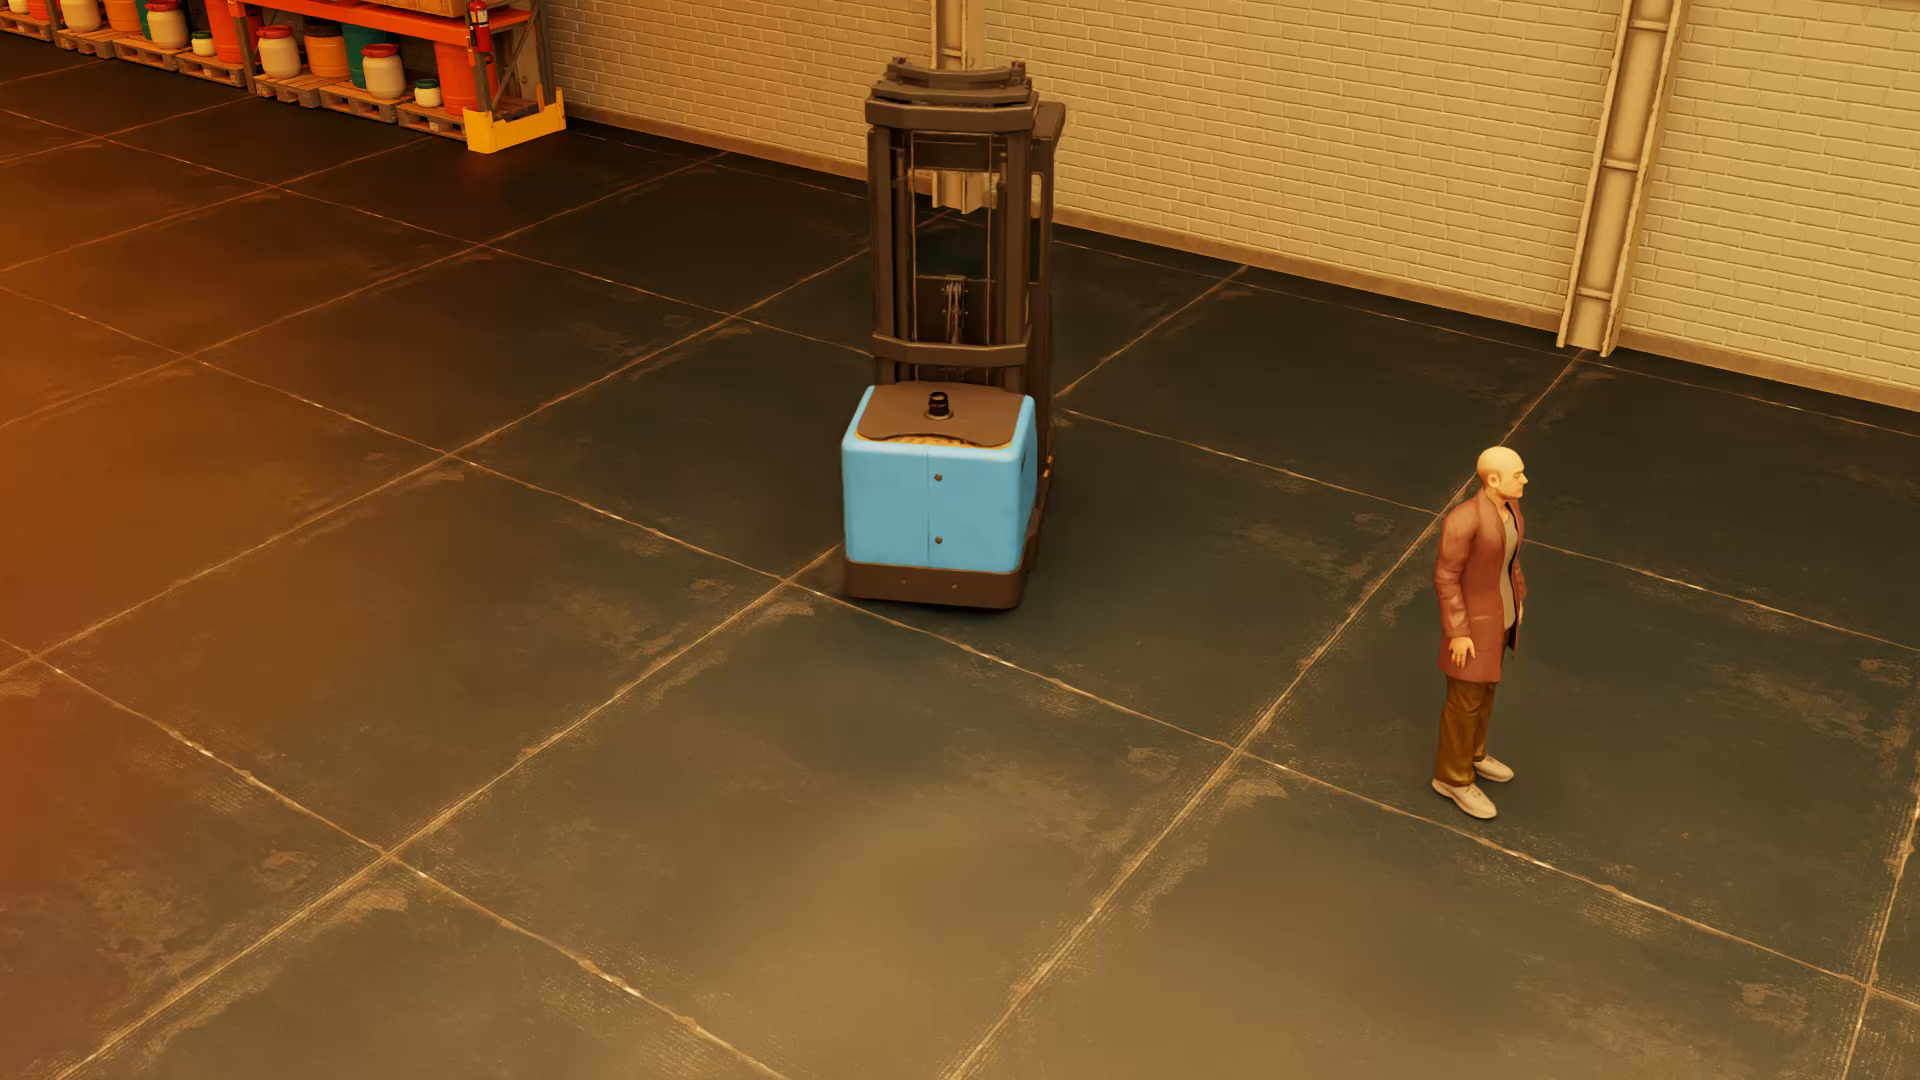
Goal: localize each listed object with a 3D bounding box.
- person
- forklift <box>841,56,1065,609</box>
[{"bbox_3d":[2.587,0.417,8.006,0.563,1.783,0.691,26,39,37],"label":"person"},{"bbox_3d":[0.040,-1.586,10.313,1.130,2.935,3.031,4,30,7],"label":"forklift"}]
